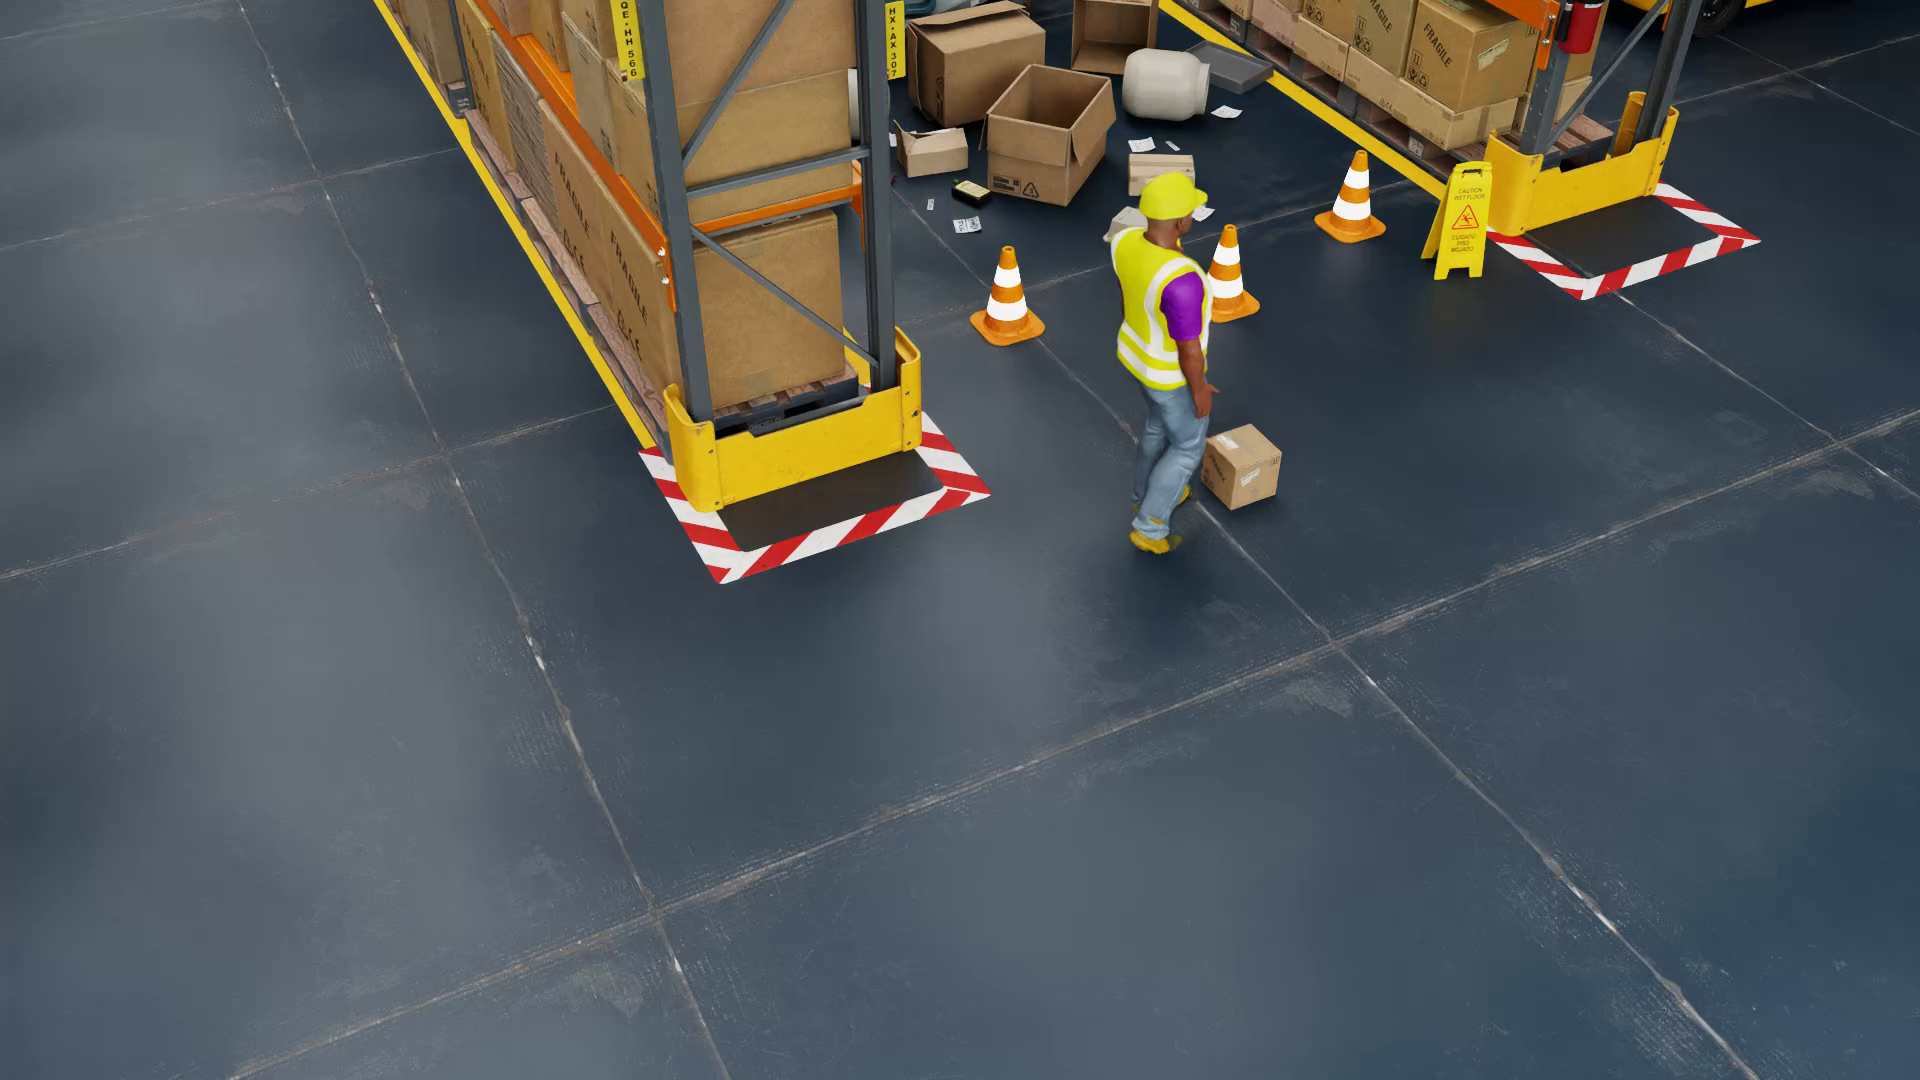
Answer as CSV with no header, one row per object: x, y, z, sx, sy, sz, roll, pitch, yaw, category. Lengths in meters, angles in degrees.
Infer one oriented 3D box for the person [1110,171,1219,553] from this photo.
0.892,-0.740,7.061,0.469,1.816,0.570,-18,44,-20,person
